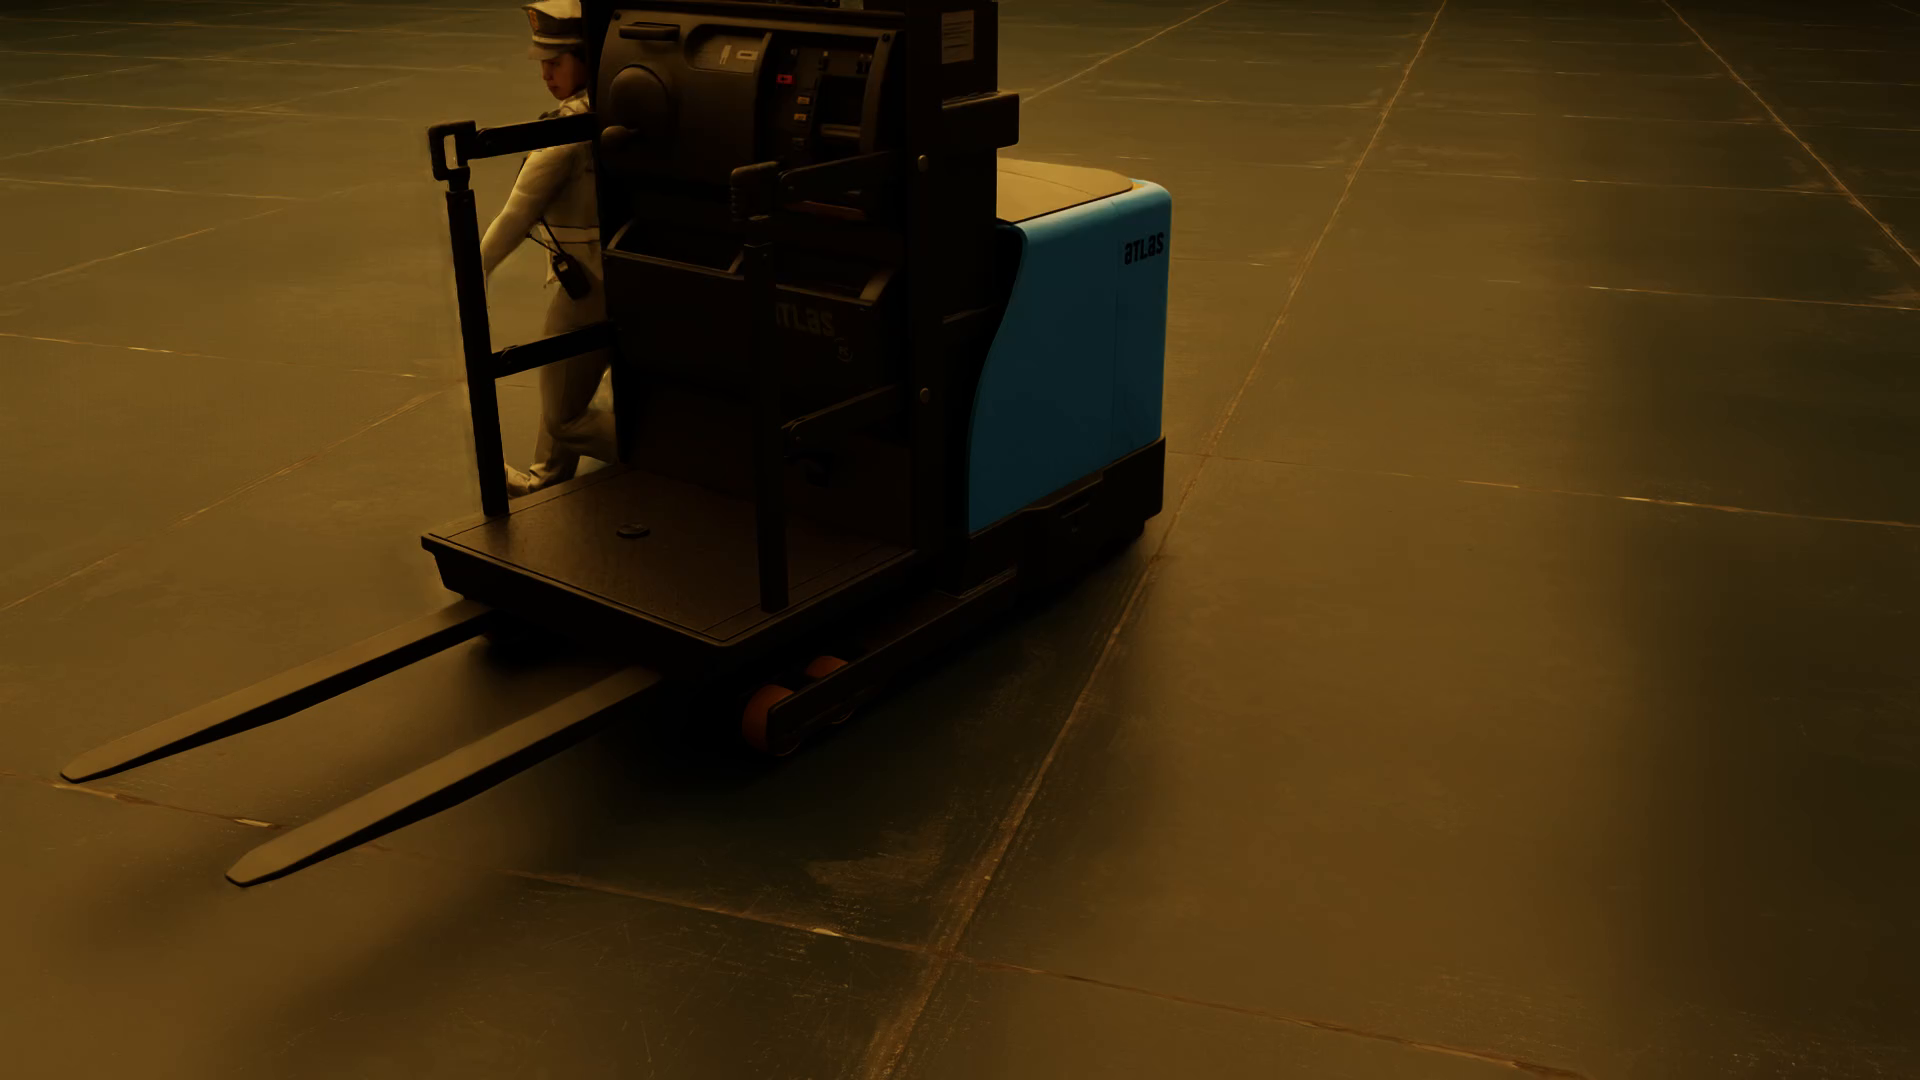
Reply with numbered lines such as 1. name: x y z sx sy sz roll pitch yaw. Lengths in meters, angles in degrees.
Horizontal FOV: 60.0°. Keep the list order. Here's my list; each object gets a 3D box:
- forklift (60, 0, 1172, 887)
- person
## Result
1. forklift: -0.658 -1.059 3.845 1.130 2.935 3.031 16 27 34
2. person: -1.098 -0.741 4.831 0.873 1.605 0.603 4 23 9
